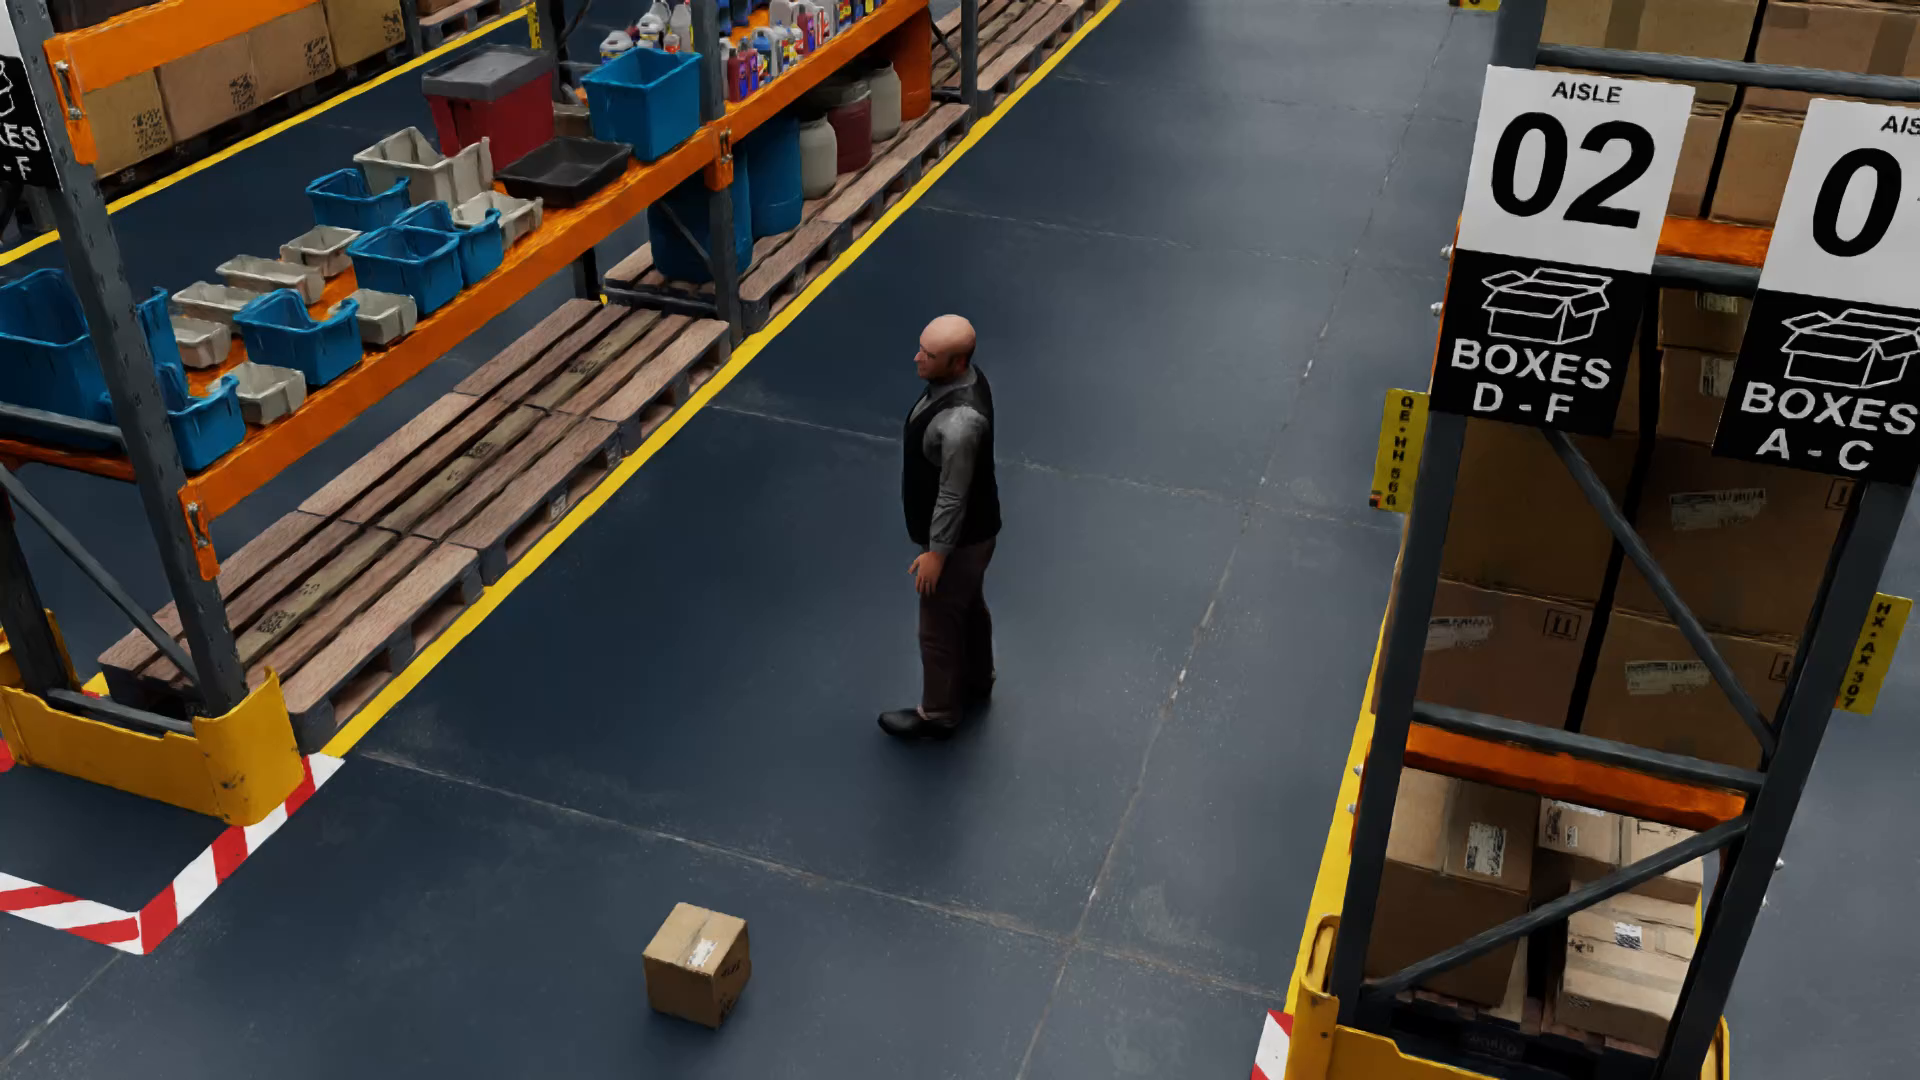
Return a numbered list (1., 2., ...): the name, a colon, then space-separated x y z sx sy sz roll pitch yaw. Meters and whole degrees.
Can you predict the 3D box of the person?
1. person: -0.083 -0.044 6.179 0.470 1.730 0.588 1 33 1
